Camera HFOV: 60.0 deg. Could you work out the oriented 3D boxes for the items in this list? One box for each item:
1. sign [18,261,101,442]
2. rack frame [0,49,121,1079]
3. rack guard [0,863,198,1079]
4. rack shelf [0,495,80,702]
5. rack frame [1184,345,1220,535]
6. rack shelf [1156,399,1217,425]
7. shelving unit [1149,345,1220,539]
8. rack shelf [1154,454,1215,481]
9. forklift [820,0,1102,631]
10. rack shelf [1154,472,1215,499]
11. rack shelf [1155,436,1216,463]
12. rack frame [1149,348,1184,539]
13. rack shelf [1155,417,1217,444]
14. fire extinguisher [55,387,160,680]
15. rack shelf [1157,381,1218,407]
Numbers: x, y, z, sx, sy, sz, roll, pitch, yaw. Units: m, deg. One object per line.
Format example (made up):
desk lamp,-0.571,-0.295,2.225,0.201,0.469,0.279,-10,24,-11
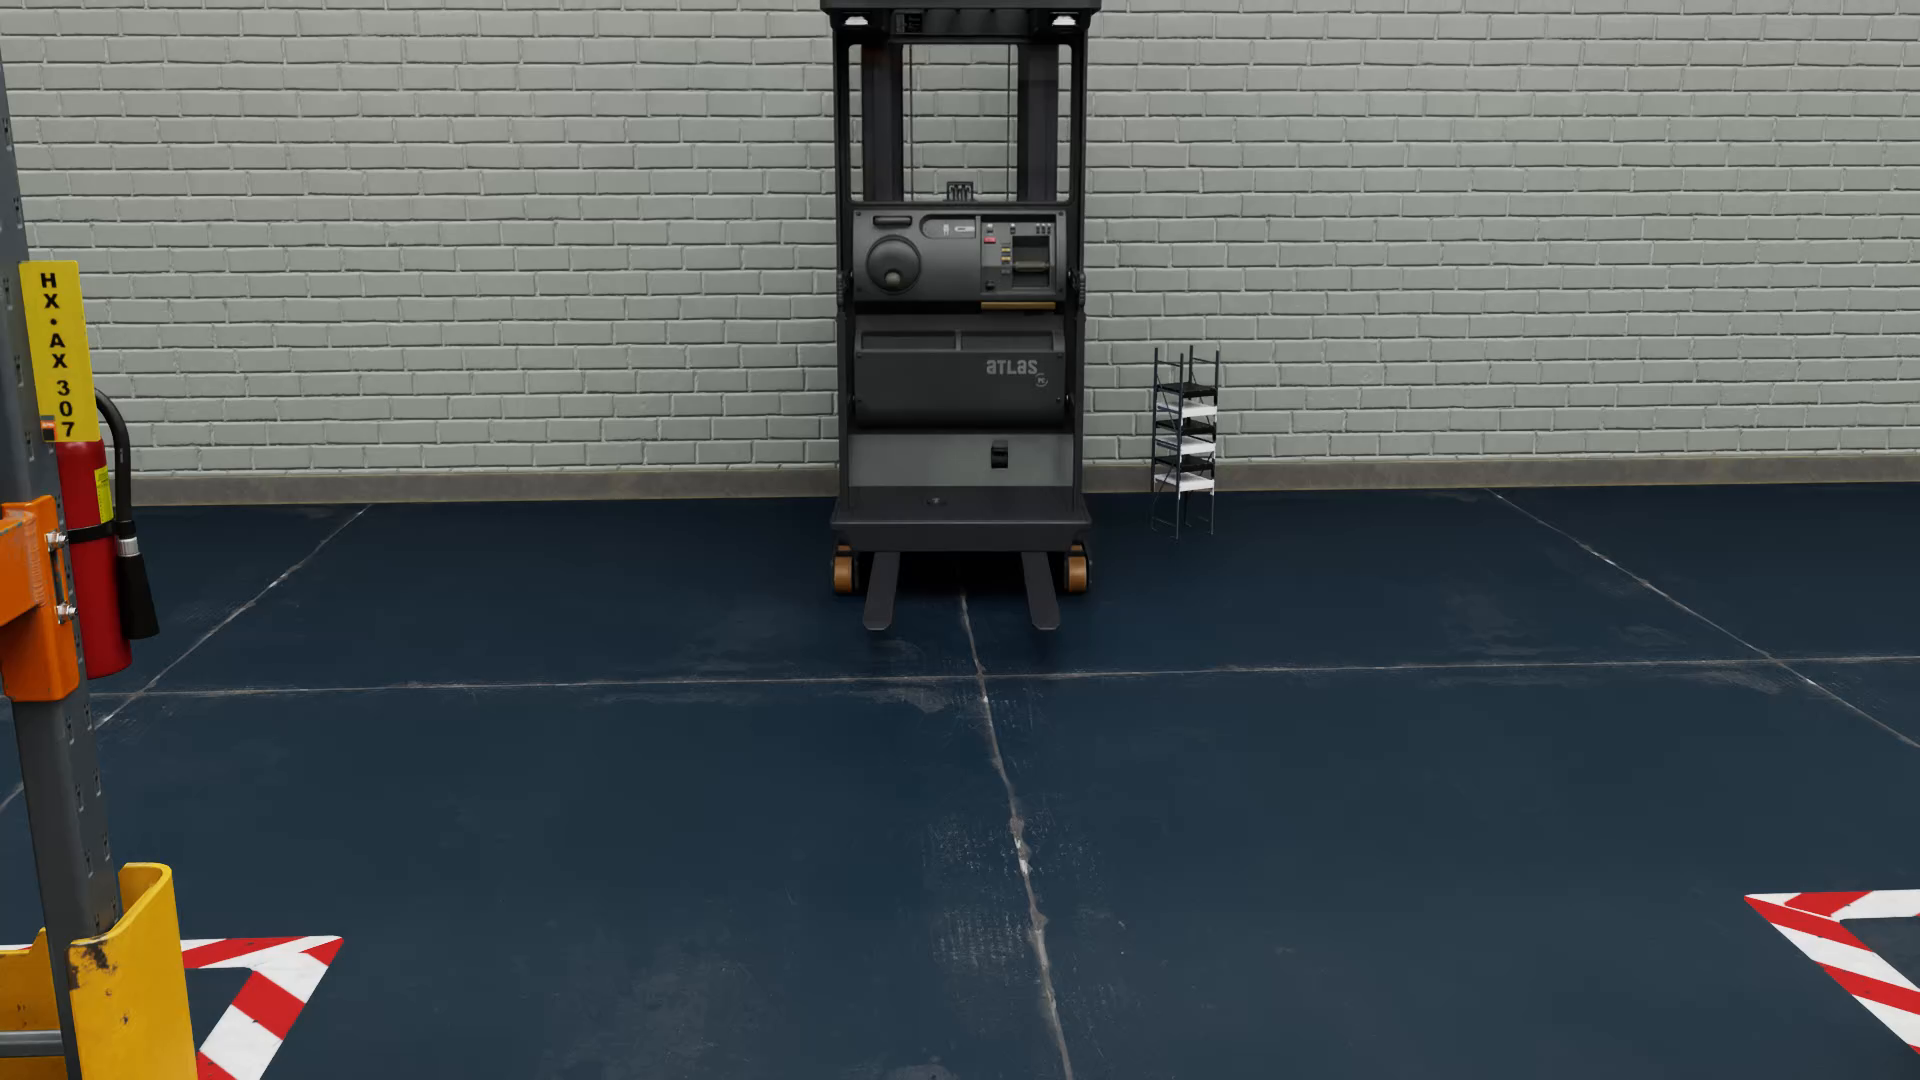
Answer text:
sign,-1.618,-0.337,2.990,0.100,0.325,0.005,-1,14,-3
rack frame,-2.163,-0.246,2.962,0.949,2.616,0.053,-1,14,-3
rack guard,-2.181,0.959,3.296,1.175,0.500,0.348,-1,14,-3
rack shelf,-2.042,0.600,1.118,1.077,0.370,4.000,-1,14,-3
rack frame,1.178,-0.489,8.121,0.006,0.900,0.240,-7,16,-26
rack shelf,1.087,-0.620,8.040,0.200,0.077,0.258,-7,16,-26
shelving unit,1.087,-0.478,8.076,0.210,0.900,0.258,-7,16,-26
rack shelf,1.087,-0.358,8.107,0.200,0.077,0.258,-7,16,-26
forklift,0.002,-1.263,7.055,1.130,2.935,3.031,0,14,0
rack shelf,1.087,-0.271,8.130,0.200,0.077,0.258,-7,16,-26
rack shelf,1.087,-0.445,8.085,0.200,0.077,0.258,-7,16,-26
rack frame,0.996,-0.466,8.032,0.006,0.900,0.240,-7,16,-26
rack shelf,1.087,-0.532,8.062,0.200,0.077,0.258,-7,16,-26
fire extinguisher,-1.722,-0.072,3.191,0.296,0.674,0.183,-1,14,-3
rack shelf,1.087,-0.707,8.017,0.200,0.077,0.258,-7,16,-26
